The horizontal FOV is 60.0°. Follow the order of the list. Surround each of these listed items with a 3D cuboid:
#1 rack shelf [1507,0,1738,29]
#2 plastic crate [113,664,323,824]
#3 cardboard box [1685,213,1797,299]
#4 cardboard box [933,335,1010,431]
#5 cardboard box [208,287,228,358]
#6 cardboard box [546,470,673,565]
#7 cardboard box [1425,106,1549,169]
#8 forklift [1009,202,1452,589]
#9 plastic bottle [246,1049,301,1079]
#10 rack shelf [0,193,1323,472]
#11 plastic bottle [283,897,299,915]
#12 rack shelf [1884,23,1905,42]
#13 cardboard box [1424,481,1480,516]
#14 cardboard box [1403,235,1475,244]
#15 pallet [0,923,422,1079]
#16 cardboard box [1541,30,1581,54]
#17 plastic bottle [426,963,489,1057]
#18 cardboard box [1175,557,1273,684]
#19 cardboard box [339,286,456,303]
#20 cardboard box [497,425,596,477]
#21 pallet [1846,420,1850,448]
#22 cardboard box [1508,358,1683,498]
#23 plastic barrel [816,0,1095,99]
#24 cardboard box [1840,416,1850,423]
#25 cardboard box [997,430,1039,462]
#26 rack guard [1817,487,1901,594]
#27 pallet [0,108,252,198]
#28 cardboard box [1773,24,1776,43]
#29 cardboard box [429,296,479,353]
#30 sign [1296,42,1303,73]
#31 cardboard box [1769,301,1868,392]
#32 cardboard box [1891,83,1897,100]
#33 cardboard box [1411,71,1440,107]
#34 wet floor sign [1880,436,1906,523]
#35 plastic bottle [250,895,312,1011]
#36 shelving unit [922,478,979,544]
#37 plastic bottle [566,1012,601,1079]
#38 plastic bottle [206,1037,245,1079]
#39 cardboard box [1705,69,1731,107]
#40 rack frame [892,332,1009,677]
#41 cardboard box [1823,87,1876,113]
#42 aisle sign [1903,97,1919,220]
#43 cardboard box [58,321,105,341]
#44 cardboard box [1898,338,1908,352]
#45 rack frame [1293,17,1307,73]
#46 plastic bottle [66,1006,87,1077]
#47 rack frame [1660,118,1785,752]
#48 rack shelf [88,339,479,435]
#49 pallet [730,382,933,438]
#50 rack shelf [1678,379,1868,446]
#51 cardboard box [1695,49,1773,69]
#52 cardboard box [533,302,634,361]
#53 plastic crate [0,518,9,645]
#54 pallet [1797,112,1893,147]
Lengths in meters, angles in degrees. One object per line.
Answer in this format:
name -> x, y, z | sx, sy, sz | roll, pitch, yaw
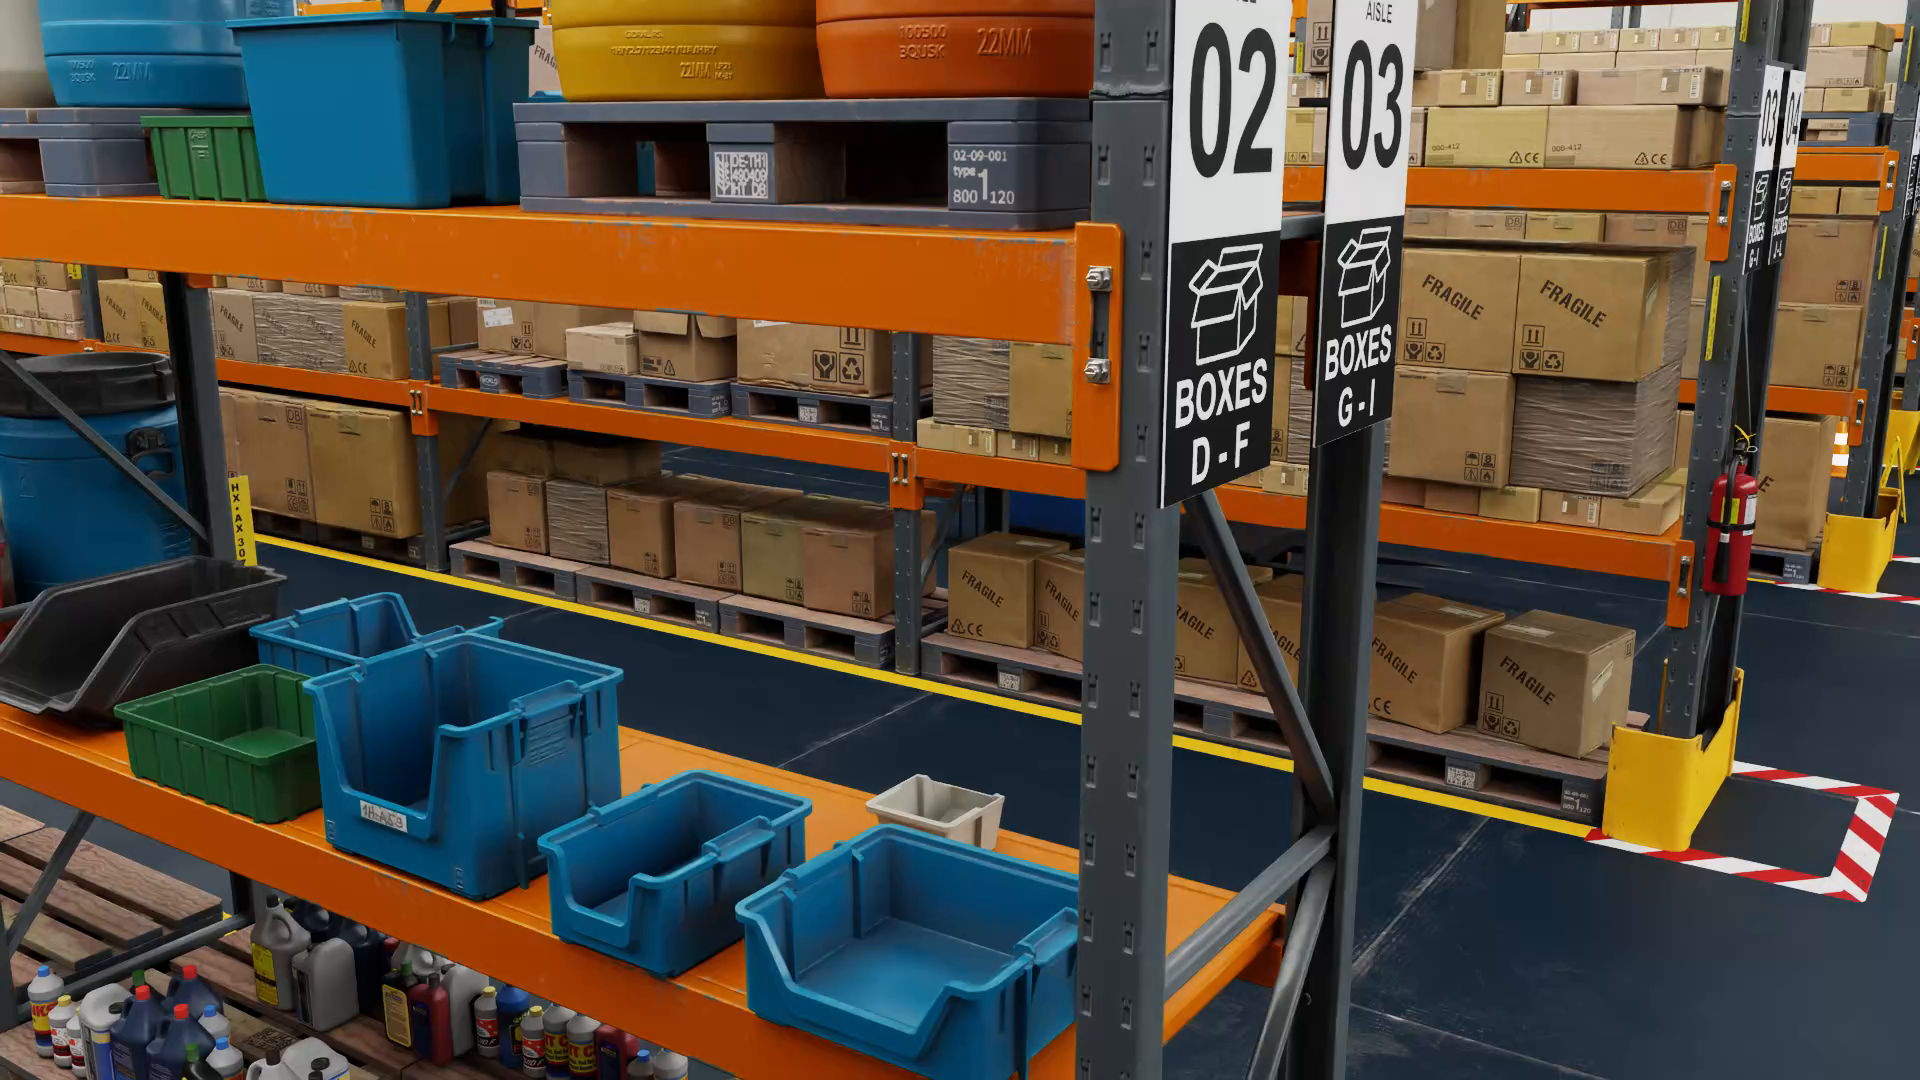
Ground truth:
rack shelf -> 7.156, -5.069, 15.577 | 4.000, 0.370, 1.077 | 9, 17, 33
plastic crate -> -1.830, 0.529, 4.386 | 0.662, 0.188, 0.450 | 9, 17, 33
cardboard box -> 5.342, -1.949, 11.394 | 0.550, 0.550, 0.875 | 9, 17, 33
cardboard box -> 0.304, -0.920, 8.972 | 0.500, 0.500, 0.875 | 9, 17, 33
cardboard box -> -5.598, -1.676, 12.641 | 0.500, 0.500, 0.500 | 9, 16, 32
cardboard box -> -2.319, -0.179, 11.090 | 0.500, 0.500, 0.700 | 8, 16, 28
cardboard box -> 2.327, -1.727, 7.128 | 0.500, 0.250, 0.500 | 9, 17, 33
forklift -> 1.721, -1.170, 10.951 | 3.031, 2.935, 1.130 | 8, 16, 30
plastic bottle -> -1.851, 1.533, 4.485 | 0.185, 0.351, 0.144 | 9, 17, 32
rack shelf -> -1.139, -0.651, 3.966 | 4.000, 0.370, 1.077 | 9, 17, 33
plastic bottle -> -2.216, 1.291, 5.602 | 0.133, 0.283, 0.061 | 10, 17, 36
rack shelf -> 9.923, -5.867, 19.625 | 4.000, 0.370, 1.077 | 9, 17, 33
cardboard box -> 2.291, -0.232, 7.542 | 0.250, 0.149, 0.380 | 9, 17, 33
cardboard box -> 2.153, -1.205, 8.042 | 0.500, 0.500, 0.500 | 9, 17, 33
pallet -> -2.265, 1.639, 5.261 | 1.213, 0.211, 1.003 | 9, 17, 33
cardboard box -> 4.192, -3.428, 11.470 | 0.250, 0.149, 0.380 | 9, 17, 33
plastic bottle -> -1.544, 1.417, 5.111 | 0.135, 0.276, 0.152 | 10, 17, 34
cardboard box -> 1.313, 0.414, 8.737 | 0.500, 0.500, 0.500 | 8, 16, 28
cardboard box -> -3.952, -1.973, 11.756 | 0.637, 0.503, 0.797 | 10, 17, 35
cardboard box -> -2.781, -0.617, 11.298 | 0.500, 0.250, 0.500 | 10, 17, 35
pallet -> 8.098, -1.012, 15.973 | 1.213, 0.211, 1.003 | 9, 17, 33
cardboard box -> 2.843, -0.536, 7.418 | 0.500, 0.500, 0.875 | 9, 17, 33
plastic barrel -> 0.046, -1.184, 2.855 | 0.708, 0.830, 0.600 | 9, 17, 33
cardboard box -> 8.300, -1.272, 16.068 | 0.500, 0.250, 0.500 | 9, 17, 32
cardboard box -> 0.399, -0.525, 8.725 | 0.250, 0.149, 0.380 | 9, 17, 33
rack guard -> 6.156, -0.022, 11.374 | 0.348, 0.500, 1.175 | 9, 17, 33
pallet -> -2.146, -1.100, 4.674 | 1.003, 0.211, 1.213 | 9, 17, 33
cardboard box -> 5.248, -3.258, 10.782 | 0.250, 0.149, 0.380 | 10, 17, 34
cardboard box -> -3.605, -1.504, 11.950 | 0.500, 0.500, 0.500 | 10, 17, 34
sign -> 2.522, -3.526, 12.350 | 0.005, 0.325, 0.100 | 9, 17, 33
cardboard box -> 5.803, -1.353, 11.233 | 0.550, 0.550, 0.875 | 9, 17, 33
cardboard box -> 8.370, -3.947, 14.647 | 0.250, 0.149, 0.380 | 9, 17, 33
cardboard box -> 2.084, -1.976, 7.301 | 0.250, 0.149, 0.380 | 9, 17, 33
wet floor sign -> 7.265, -0.487, 12.948 | 0.232, 0.644, 0.267 | 6, 15, 23
plastic bottle -> -2.184, 1.317, 5.356 | 0.185, 0.351, 0.144 | 9, 17, 33
shelving unit -> -0.137, -0.605, 12.269 | 0.503, 1.200, 0.258 | 9, 17, 33
plastic bottle -> -1.095, 1.483, 4.850 | 0.097, 0.271, 0.097 | 0, 14, 0
plastic bottle -> -2.061, 1.527, 4.675 | 0.097, 0.271, 0.097 | 0, 14, 0
cardboard box -> 3.185, -1.923, 7.091 | 0.250, 0.149, 0.380 | 9, 17, 32
rack frame -> -0.035, -0.800, 9.313 | 0.127, 3.000, 1.000 | 9, 17, 33
cardboard box -> 5.671, -2.803, 10.601 | 0.250, 0.149, 0.380 | 9, 17, 33
aisle sign -> 6.028, -2.432, 10.494 | 0.004, 0.787, 0.394 | 9, 17, 33
cardboard box -> -7.109, -1.727, 13.578 | 0.250, 0.149, 0.380 | 9, 17, 33
cardboard box -> 11.004, -2.345, 19.360 | 0.500, 0.250, 0.500 | 9, 16, 32
rack frame -> 2.817, -4.688, 12.532 | 0.127, 3.000, 1.000 | 9, 17, 33
plastic bottle -> -2.611, 1.490, 4.971 | 0.097, 0.201, 0.097 | 0, 14, 0
rack frame -> 3.284, -0.264, 7.146 | 0.127, 3.000, 1.000 | 9, 17, 33
rack shelf -> -5.013, -1.256, 12.650 | 4.000, 0.370, 1.077 | 9, 17, 33
pallet -> -0.588, -0.838, 9.867 | 1.213, 0.211, 1.003 | 9, 17, 33
rack shelf -> 4.477, -1.158, 12.256 | 4.000, 0.370, 1.077 | 9, 17, 33
cardboard box -> 5.160, -3.096, 10.957 | 0.500, 0.250, 0.500 | 9, 17, 33
cardboard box -> -2.364, -1.470, 10.935 | 0.500, 0.500, 0.700 | 12, 19, 41
plastic crate -> -3.372, 0.152, 5.332 | 0.583, 0.464, 0.402 | 9, 17, 33
pallet -> 5.515, -2.749, 11.130 | 1.213, 0.211, 1.003 | 9, 17, 33
